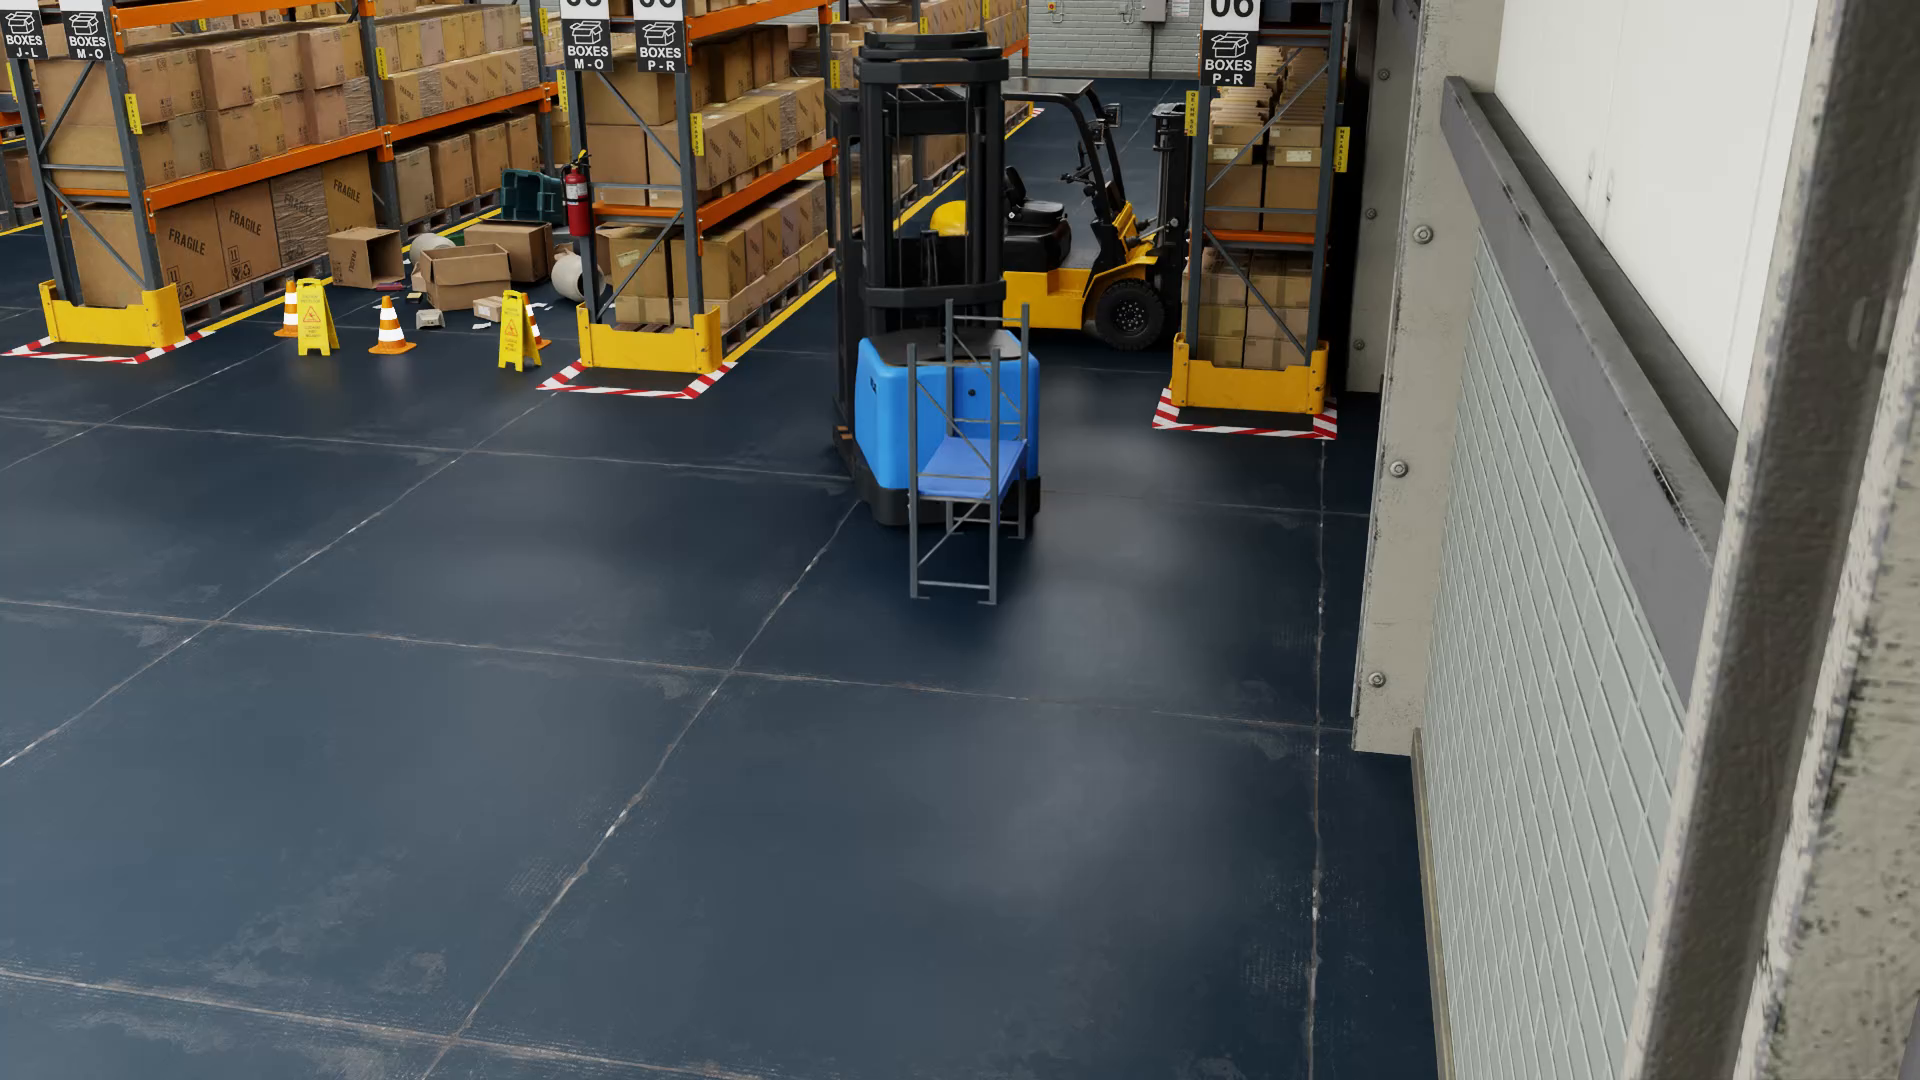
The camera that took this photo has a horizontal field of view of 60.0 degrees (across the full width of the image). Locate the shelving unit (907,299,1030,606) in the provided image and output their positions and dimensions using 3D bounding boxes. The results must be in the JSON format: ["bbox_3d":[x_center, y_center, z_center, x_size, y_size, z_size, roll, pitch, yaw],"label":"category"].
[{"bbox_3d":[0.064,-0.532,9.668,0.538,1.500,1.048,4,22,10],"label":"shelving unit"}]

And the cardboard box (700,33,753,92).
[{"bbox_3d":[-2.352,-4.442,15.498,0.700,0.500,0.500,4,22,10],"label":"cardboard box"}]

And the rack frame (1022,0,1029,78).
[{"bbox_3d":[0.653,-8.694,27.925,1.000,3.000,0.127,4,22,11],"label":"rack frame"}]

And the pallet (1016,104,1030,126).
[{"bbox_3d":[0.567,-7.102,27.705,1.003,0.211,1.213,4,22,11],"label":"pallet"}]

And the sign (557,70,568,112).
[{"bbox_3d":[-3.151,-3.575,13.243,0.100,0.325,0.005,4,22,11],"label":"sign"}]

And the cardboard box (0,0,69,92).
[{"bbox_3d":[-11.198,-5.813,19.408,1.000,1.000,1.000,5,22,11],"label":"cardboard box"}]

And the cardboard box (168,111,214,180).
[{"bbox_3d":[-7.356,-3.594,15.062,0.875,0.550,0.550,4,22,11],"label":"cardboard box"}]

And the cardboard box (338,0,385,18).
[{"bbox_3d":[-9.516,-8.558,26.387,0.500,0.500,0.500,4,22,11],"label":"cardboard box"}]

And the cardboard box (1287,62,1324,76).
[{"bbox_3d":[3.718,-5.041,17.853,0.380,0.149,0.250,5,22,12],"label":"cardboard box"}]

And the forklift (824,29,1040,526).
[{"bbox_3d":[-0.301,-1.968,11.316,1.130,2.935,3.031,-5,22,-11],"label":"forklift"}]

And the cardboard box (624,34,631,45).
[{"bbox_3d":[-5.022,-7.303,24.246,0.380,0.149,0.250,4,22,11],"label":"cardboard box"}]

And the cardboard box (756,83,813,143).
[{"bbox_3d":[-1.741,-4.119,16.034,0.500,0.500,0.500,5,23,13],"label":"cardboard box"}]

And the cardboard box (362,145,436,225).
[{"bbox_3d":[-6.623,-4.031,18.795,1.050,0.750,0.750,4,22,11],"label":"cardboard box"}]

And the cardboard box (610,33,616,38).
[{"bbox_3d":[-5.129,-7.245,23.702,0.380,0.149,0.250,3,22,8],"label":"cardboard box"}]

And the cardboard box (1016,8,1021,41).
[{"bbox_3d":[0.697,-8.361,26.965,0.500,0.500,0.500,4,22,10],"label":"cardboard box"}]

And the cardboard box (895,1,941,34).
[{"bbox_3d":[-0.547,-6.622,21.308,0.500,0.500,0.500,5,22,11],"label":"cardboard box"}]

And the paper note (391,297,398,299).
[{"bbox_3d":[-5.516,-2.346,16.164,0.032,0.001,0.123,18,28,38],"label":"paper note"}]

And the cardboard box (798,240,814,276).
[{"bbox_3d":[-1.752,-2.792,16.390,0.500,0.250,0.500,4,22,9],"label":"cardboard box"}]

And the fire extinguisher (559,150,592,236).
[{"bbox_3d":[-3.086,-2.800,13.393,0.296,0.674,0.183,4,22,11],"label":"fire extinguisher"}]

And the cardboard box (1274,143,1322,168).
[{"bbox_3d":[2.572,-2.917,12.578,0.380,0.149,0.250,4,22,10],"label":"cardboard box"}]

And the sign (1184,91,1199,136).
[{"bbox_3d":[1.720,-3.159,12.314,0.100,0.325,0.005,4,22,11],"label":"sign"}]

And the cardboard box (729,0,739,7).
[{"bbox_3d":[-2.096,-4.601,14.082,0.380,0.149,0.250,4,22,9],"label":"cardboard box"}]

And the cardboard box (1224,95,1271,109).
[{"bbox_3d":[2.422,-3.659,14.023,0.380,0.149,0.250,5,22,12],"label":"cardboard box"}]

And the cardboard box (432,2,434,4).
[{"bbox_3d":[-9.410,-9.363,29.388,0.500,0.250,0.500,4,22,9],"label":"cardboard box"}]

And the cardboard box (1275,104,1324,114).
[{"bbox_3d":[2.747,-3.435,13.468,0.380,0.149,0.250,5,23,13],"label":"cardboard box"}]

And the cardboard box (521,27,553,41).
[{"bbox_3d":[-5.561,-6.618,21.750,0.380,0.149,0.250,4,22,11],"label":"cardboard box"}]

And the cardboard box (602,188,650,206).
[{"bbox_3d":[-2.745,-2.879,13.822,0.380,0.149,0.250,5,23,13],"label":"cardboard box"}]

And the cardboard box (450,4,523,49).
[{"bbox_3d":[-5.947,-6.455,20.894,0.700,0.500,0.500,4,22,11],"label":"cardboard box"}]

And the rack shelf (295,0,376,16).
[{"bbox_3d":[-6.254,-6.435,19.263,1.077,0.370,4.000,4,22,11],"label":"rack shelf"}]

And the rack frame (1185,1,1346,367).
[{"bbox_3d":[2.248,-2.465,12.459,1.000,3.000,0.127,4,22,11],"label":"rack frame"}]

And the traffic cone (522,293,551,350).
[{"bbox_3d":[-3.787,-1.921,14.504,0.336,0.463,0.334,4,22,11],"label":"traffic cone"}]

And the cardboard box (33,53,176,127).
[{"bbox_3d":[-7.364,-3.886,14.340,0.875,0.550,0.550,4,22,11],"label":"cardboard box"}]

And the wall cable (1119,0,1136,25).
[{"bbox_3d":[3.172,-11.125,32.602,0.588,1.984,0.122,4,22,11],"label":"wall cable"}]

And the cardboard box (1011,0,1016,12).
[{"bbox_3d":[0.606,-8.635,26.308,0.500,0.500,0.500,4,22,11],"label":"cardboard box"}]

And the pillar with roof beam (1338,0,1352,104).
[{"bbox_3d":[2.731,-12.345,28.960,9.100,9.000,0.400,4,22,11],"label":"pillar with roof beam"}]

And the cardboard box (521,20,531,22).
[{"bbox_3d":[-5.982,-7.050,22.821,0.380,0.149,0.250,4,22,11],"label":"cardboard box"}]

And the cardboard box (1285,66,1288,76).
[{"bbox_3d":[3.448,-5.227,18.847,0.500,0.250,0.500,5,23,13],"label":"cardboard box"}]

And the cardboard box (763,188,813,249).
[{"bbox_3d":[-1.755,-3.149,16.273,0.500,0.500,0.500,5,22,12],"label":"cardboard box"}]

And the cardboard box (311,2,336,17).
[{"bbox_3d":[-9.987,-8.264,25.380,0.797,0.503,0.637,4,22,10],"label":"cardboard box"}]

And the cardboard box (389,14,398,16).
[{"bbox_3d":[-9.406,-8.388,26.968,0.500,0.250,0.500,4,22,11],"label":"cardboard box"}]

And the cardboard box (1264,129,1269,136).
[{"bbox_3d":[2.422,-3.516,14.066,0.380,0.149,0.250,4,22,11],"label":"cardboard box"}]

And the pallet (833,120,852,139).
[{"bbox_3d":[-1.497,-4.484,17.730,1.003,0.211,1.213,4,22,11],"label":"pallet"}]

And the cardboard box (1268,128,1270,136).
[{"bbox_3d":[2.403,-3.273,14.331,0.500,0.500,0.500,5,22,11],"label":"cardboard box"}]

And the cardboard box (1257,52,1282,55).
[{"bbox_3d":[3.447,-5.450,18.869,0.380,0.149,0.250,5,22,12],"label":"cardboard box"}]

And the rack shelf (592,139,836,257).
[{"bbox_3d":[-2.203,-3.240,15.346,1.077,0.370,4.000,4,22,11],"label":"rack shelf"}]

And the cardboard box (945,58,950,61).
[{"bbox_3d":[-0.433,-6.239,22.030,0.500,0.250,0.500,5,23,13],"label":"cardboard box"}]

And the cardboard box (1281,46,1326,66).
[{"bbox_3d":[4.139,-5.808,20.065,0.500,0.500,0.500,6,23,13],"label":"cardboard box"}]

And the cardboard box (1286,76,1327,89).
[{"bbox_3d":[3.204,-4.185,15.329,0.380,0.149,0.250,4,22,9],"label":"cardboard box"}]

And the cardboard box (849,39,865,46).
[{"bbox_3d":[-1.203,-5.197,18.148,0.500,0.500,0.500,4,22,11],"label":"cardboard box"}]

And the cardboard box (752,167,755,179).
[{"bbox_3d":[-2.057,-3.306,14.884,0.380,0.149,0.250,5,23,13],"label":"cardboard box"}]

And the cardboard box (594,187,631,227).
[{"bbox_3d":[-3.544,-3.622,17.663,0.500,0.500,0.500,4,22,11],"label":"cardboard box"}]

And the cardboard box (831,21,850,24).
[{"bbox_3d":[-1.298,-6.000,20.143,0.500,0.500,0.500,4,22,9],"label":"cardboard box"}]

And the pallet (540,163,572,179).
[{"bbox_3d":[-5.685,-5.101,22.735,1.003,0.211,1.213,4,22,11],"label":"pallet"}]

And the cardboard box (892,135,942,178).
[{"bbox_3d":[-0.757,-5.223,21.590,0.875,0.875,0.875,4,22,10],"label":"cardboard box"}]
